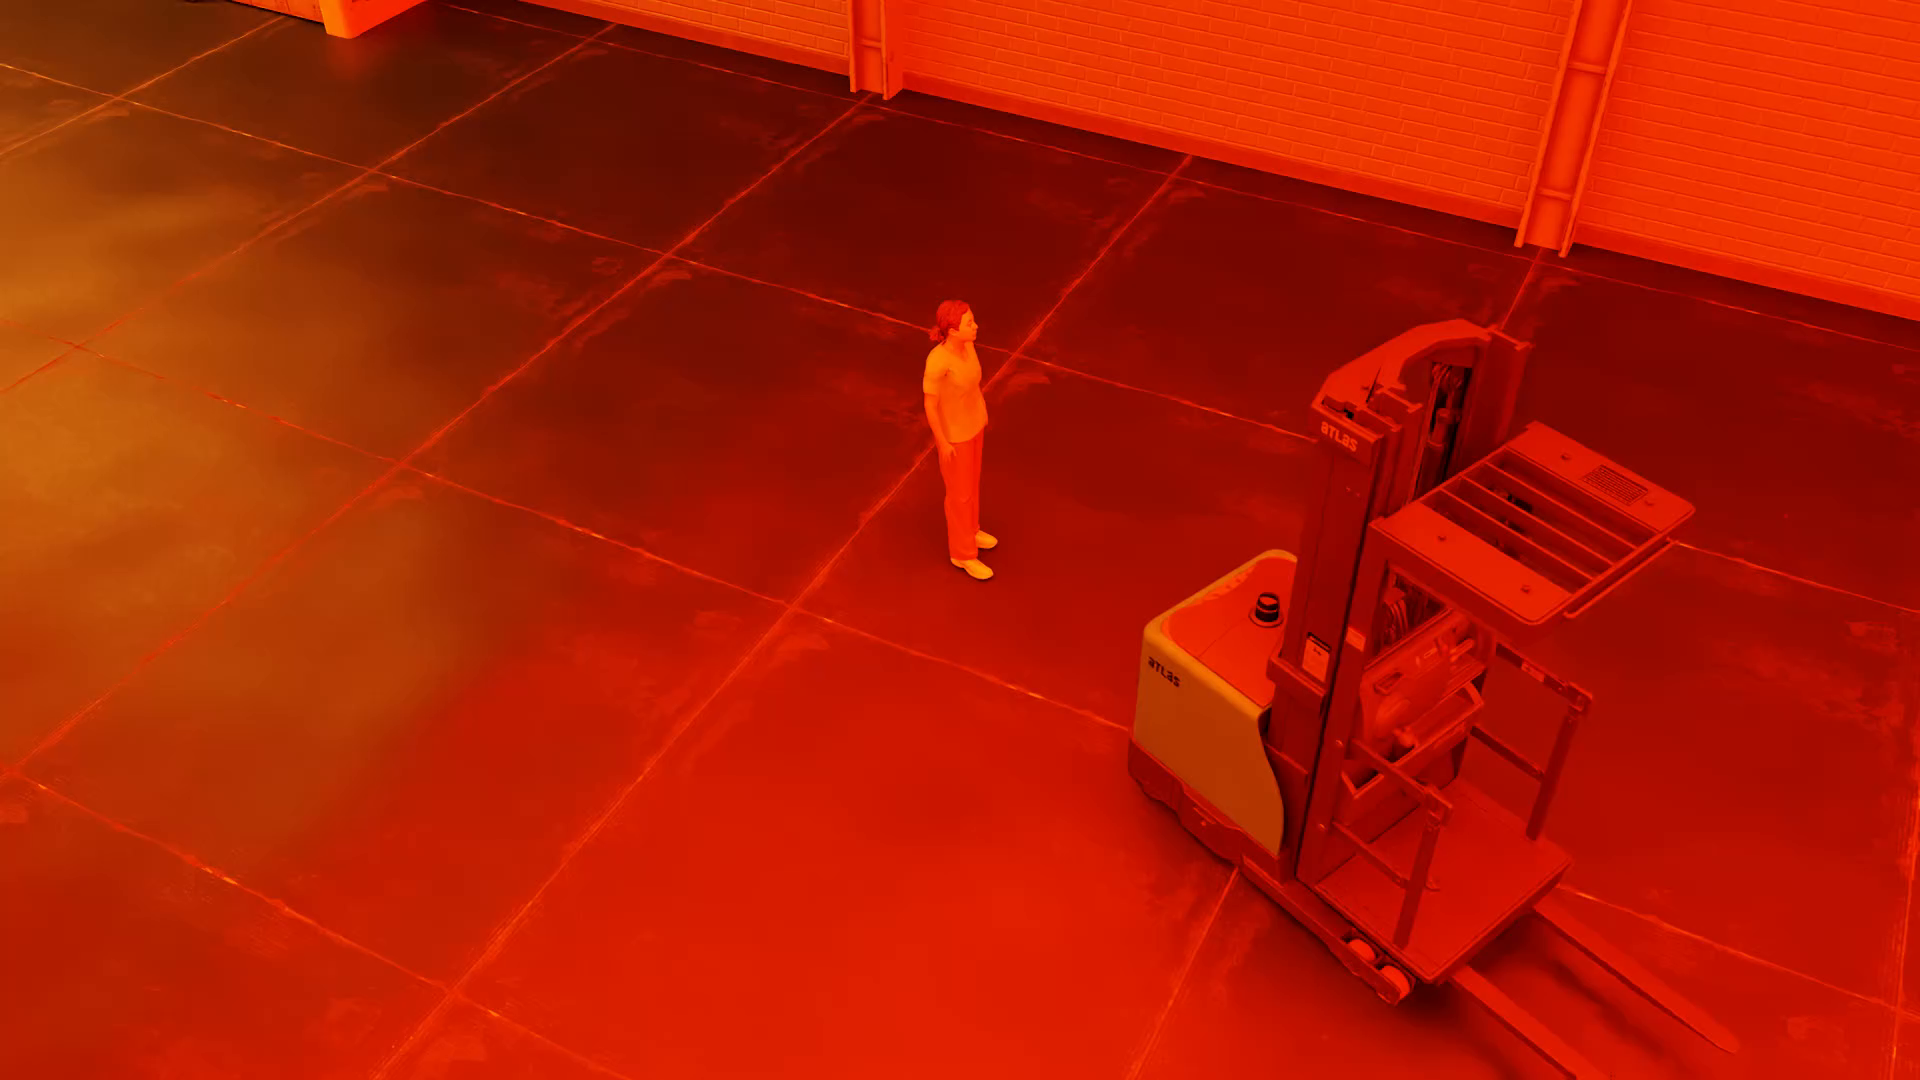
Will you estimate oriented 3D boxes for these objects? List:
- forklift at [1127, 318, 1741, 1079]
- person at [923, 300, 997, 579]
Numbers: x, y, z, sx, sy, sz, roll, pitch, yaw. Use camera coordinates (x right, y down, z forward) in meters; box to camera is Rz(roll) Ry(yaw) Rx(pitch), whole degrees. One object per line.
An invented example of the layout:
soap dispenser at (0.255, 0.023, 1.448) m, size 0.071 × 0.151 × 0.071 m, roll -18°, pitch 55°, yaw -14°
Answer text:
forklift at (2.203, 0.652, 7.212) m, size 1.130 × 2.935 × 3.031 m, roll -28°, pitch 47°, yaw -29°
person at (0.060, -0.618, 9.683) m, size 0.549 × 1.675 × 0.553 m, roll 18°, pitch 43°, yaw 21°
